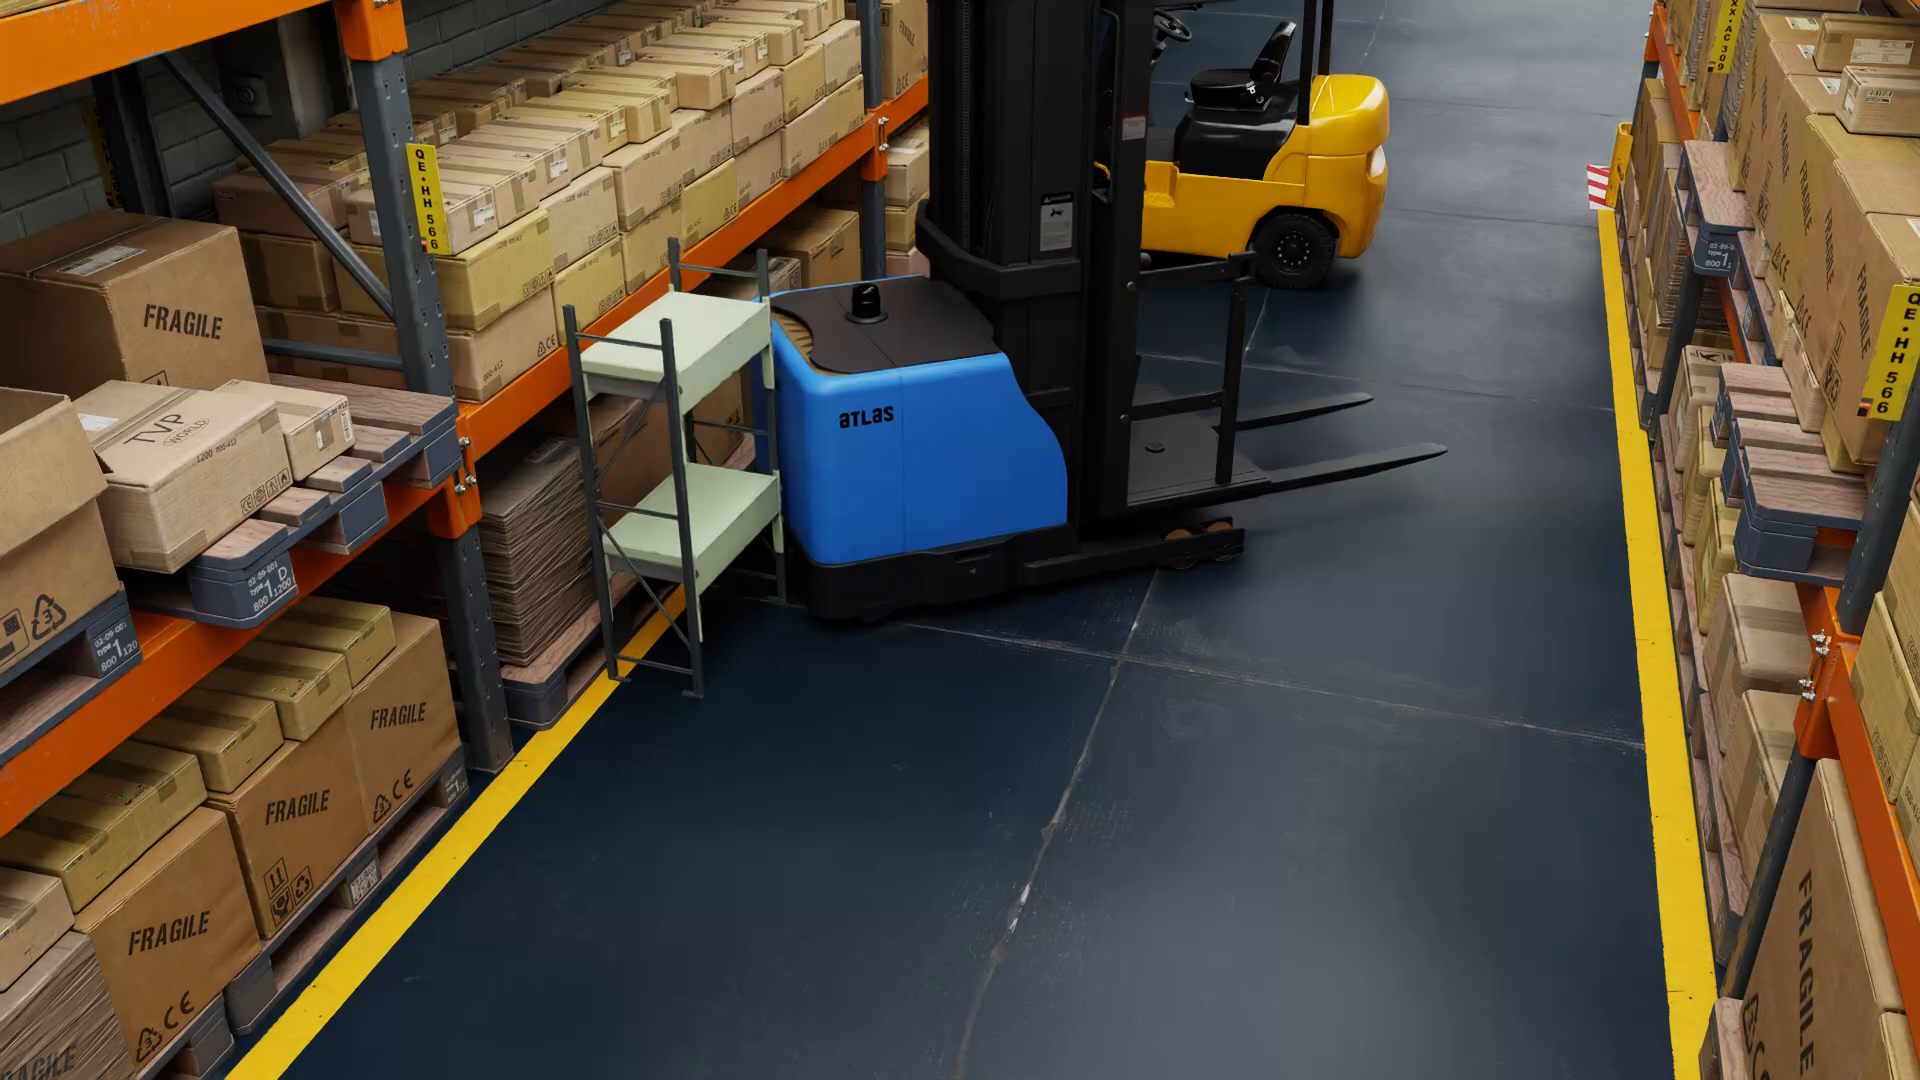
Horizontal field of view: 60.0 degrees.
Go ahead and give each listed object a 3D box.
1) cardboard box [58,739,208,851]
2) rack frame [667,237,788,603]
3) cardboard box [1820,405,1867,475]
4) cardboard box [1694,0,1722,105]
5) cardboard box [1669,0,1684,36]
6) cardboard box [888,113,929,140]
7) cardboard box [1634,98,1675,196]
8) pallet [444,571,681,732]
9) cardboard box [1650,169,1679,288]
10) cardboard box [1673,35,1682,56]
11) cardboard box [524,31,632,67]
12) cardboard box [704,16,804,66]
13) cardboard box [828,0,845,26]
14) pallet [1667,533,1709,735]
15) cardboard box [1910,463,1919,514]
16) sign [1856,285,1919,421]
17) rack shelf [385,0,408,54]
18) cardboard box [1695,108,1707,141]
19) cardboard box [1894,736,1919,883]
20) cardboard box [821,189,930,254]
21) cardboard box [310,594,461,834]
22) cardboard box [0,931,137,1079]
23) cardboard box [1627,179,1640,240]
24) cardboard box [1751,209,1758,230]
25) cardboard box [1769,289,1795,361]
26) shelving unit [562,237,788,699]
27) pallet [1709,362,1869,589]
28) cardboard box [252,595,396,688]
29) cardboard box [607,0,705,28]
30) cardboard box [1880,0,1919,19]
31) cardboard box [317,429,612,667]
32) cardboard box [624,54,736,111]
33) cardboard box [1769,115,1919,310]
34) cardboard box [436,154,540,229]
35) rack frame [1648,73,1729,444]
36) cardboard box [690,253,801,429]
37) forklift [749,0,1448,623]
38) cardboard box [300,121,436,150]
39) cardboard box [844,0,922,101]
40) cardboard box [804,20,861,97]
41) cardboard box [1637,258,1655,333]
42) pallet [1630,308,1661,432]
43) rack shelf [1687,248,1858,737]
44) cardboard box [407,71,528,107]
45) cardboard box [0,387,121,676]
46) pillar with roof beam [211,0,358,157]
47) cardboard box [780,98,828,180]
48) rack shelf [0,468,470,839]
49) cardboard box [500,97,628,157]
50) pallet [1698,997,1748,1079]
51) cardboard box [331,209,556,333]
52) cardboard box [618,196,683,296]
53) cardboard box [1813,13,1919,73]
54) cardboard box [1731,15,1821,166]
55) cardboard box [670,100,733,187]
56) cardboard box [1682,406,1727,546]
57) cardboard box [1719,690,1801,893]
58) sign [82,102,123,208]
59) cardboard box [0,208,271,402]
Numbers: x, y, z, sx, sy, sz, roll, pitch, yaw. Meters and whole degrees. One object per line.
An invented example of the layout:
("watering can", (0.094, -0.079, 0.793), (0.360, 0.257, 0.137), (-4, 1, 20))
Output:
("cardboard box", (-2.261, 0.666, 4.440), (0.380, 0.149, 0.250), (9, 30, 16))
("rack frame", (-0.896, -0.436, 6.490), (0.400, 1.500, 0.023), (10, 31, 17))
("cardboard box", (2.560, -0.277, 4.489), (0.380, 0.149, 0.250), (9, 30, 16))
("cardboard box", (3.890, -2.397, 8.065), (0.500, 0.500, 0.500), (10, 30, 17))
("cardboard box", (4.325, -3.115, 9.355), (0.500, 0.500, 0.500), (8, 30, 14))
("cardboard box", (-0.292, -2.283, 9.636), (0.500, 0.250, 0.500), (9, 30, 15))
("cardboard box", (4.370, -2.320, 9.959), (0.500, 0.500, 0.500), (7, 30, 13))
("pallet", (-1.788, 0.253, 6.579), (1.003, 0.211, 1.213), (8, 30, 15))
("cardboard box", (3.918, -1.601, 8.667), (0.500, 0.500, 0.500), (9, 30, 16))
("cardboard box", (4.351, -2.895, 9.626), (0.380, 0.149, 0.250), (9, 30, 16))
("cardboard box", (-1.626, -2.057, 7.093), (0.380, 0.149, 0.250), (8, 30, 14))
("cardboard box", (-0.912, -2.215, 7.375), (0.380, 0.149, 0.250), (8, 30, 13))
("cardboard box", (-0.781, -2.585, 8.040), (0.380, 0.149, 0.250), (10, 30, 17))
("pallet", (3.269, 0.408, 6.299), (1.003, 0.211, 1.213), (8, 30, 15))
("cardboard box", (2.300, -0.169, 3.336), (0.500, 0.500, 0.500), (8, 30, 13))
("sign", (2.157, -0.427, 3.822), (0.100, 0.325, 0.005), (8, 30, 15))
("rack shelf", (-1.480, -2.515, 6.340), (1.077, 0.370, 4.000), (8, 30, 15))
("cardboard box", (3.722, -1.941, 7.912), (0.380, 0.149, 0.250), (9, 30, 16))
("cardboard box", (2.161, 0.616, 3.212), (0.500, 0.250, 0.500), (8, 30, 13))
("cardboard box", (-0.456, -1.829, 9.334), (0.500, 0.250, 0.500), (8, 30, 15))
("cardboard box", (-1.986, 0.547, 5.320), (0.500, 0.500, 0.500), (9, 30, 16))
("cardboard box", (-2.429, 1.266, 4.028), (0.500, 0.500, 0.500), (7, 30, 13))
("cardboard box", (4.369, -2.011, 10.175), (0.500, 0.250, 0.500), (10, 30, 17))
("cardboard box", (3.181, -1.232, 6.206), (0.380, 0.149, 0.250), (9, 30, 16))
("cardboard box", (2.740, -0.646, 5.152), (0.380, 0.149, 0.250), (9, 30, 16))
("shelving unit", (-1.019, -0.268, 6.189), (0.431, 1.500, 0.755), (10, 31, 17))
("pallet", (2.786, -0.145, 4.622), (1.213, 0.211, 1.003), (8, 30, 15))
("cardboard box", (-1.970, 0.302, 5.093), (0.380, 0.149, 0.250), (7, 30, 12))
("cardboard box", (-1.405, -2.409, 7.725), (0.380, 0.149, 0.250), (8, 30, 15))
("cardboard box", (3.937, -1.851, 6.651), (0.500, 0.500, 0.500), (8, 30, 14))
("cardboard box", (-1.871, -0.023, 6.216), (0.875, 0.625, 0.625), (9, 30, 16))
("cardboard box", (-1.132, -1.852, 6.724), (0.380, 0.149, 0.250), (8, 30, 14))
("cardboard box", (2.835, -0.967, 5.062), (0.500, 0.500, 0.500), (6, 30, 11))
("cardboard box", (-1.615, -1.146, 5.455), (0.380, 0.149, 0.250), (9, 30, 16))
("rack frame", (3.853, -1.741, 7.295), (1.000, 3.000, 0.127), (8, 30, 15))
("cardboard box", (-1.271, -0.990, 7.955), (0.875, 0.625, 0.625), (8, 30, 14))
("forklift", (0.677, -1.386, 6.727), (3.031, 2.935, 1.130), (-10, 31, -18))
("cardboard box", (-2.061, -1.345, 5.813), (0.380, 0.149, 0.250), (8, 30, 15))
("cardboard box", (-0.513, -2.660, 8.844), (0.500, 0.500, 0.500), (8, 30, 13))
("cardboard box", (-0.793, -2.336, 8.004), (0.500, 0.250, 0.500), (8, 30, 14))
("cardboard box", (3.916, -1.285, 8.871), (0.500, 0.250, 0.500), (8, 30, 14))
("pallet", (4.016, -0.840, 8.543), (1.003, 0.211, 1.213), (8, 30, 15))
("rack shelf", (3.266, -0.497, 5.799), (1.077, 0.370, 4.000), (8, 30, 15))
("cardboard box", (-1.911, -1.708, 6.464), (0.380, 0.149, 0.250), (8, 30, 14))
("cardboard box", (-2.370, -0.033, 3.685), (0.797, 0.503, 0.637), (8, 30, 14))
("pillar with roof beam", (1.569, -3.331, 3.981), (9.100, 9.000, 0.400), (8, 30, 15))
("cardboard box", (-0.933, -1.876, 7.692), (0.500, 0.250, 0.500), (8, 30, 15))
("rack shelf", (-2.654, 0.655, 3.727), (1.077, 0.370, 4.000), (8, 30, 15))
("cardboard box", (-1.454, -1.514, 6.116), (0.380, 0.149, 0.250), (9, 30, 15))
("pallet", (2.375, 1.692, 3.992), (1.003, 0.211, 1.213), (8, 30, 15))
("cardboard box", (-1.680, -0.910, 5.440), (0.500, 0.250, 0.500), (8, 30, 15))
("cardboard box", (-1.407, -1.168, 6.419), (0.500, 0.250, 0.500), (8, 30, 13))
("cardboard box", (3.156, -1.694, 5.702), (0.380, 0.149, 0.250), (10, 31, 18))
("cardboard box", (3.295, -1.689, 6.359), (0.500, 0.500, 0.500), (9, 30, 15))
("cardboard box", (-1.259, -1.627, 6.730), (0.500, 0.250, 0.500), (9, 30, 16))
("cardboard box", (3.494, -0.198, 6.791), (0.950, 0.372, 0.625), (10, 31, 18))
("cardboard box", (2.854, 0.821, 4.959), (0.950, 0.372, 0.625), (6, 30, 11))
("sign", (-2.599, -1.173, 5.081), (0.100, 0.325, 0.005), (8, 30, 15))
("cardboard box", (-2.368, -0.599, 4.707), (0.500, 0.500, 0.500), (10, 31, 17))
